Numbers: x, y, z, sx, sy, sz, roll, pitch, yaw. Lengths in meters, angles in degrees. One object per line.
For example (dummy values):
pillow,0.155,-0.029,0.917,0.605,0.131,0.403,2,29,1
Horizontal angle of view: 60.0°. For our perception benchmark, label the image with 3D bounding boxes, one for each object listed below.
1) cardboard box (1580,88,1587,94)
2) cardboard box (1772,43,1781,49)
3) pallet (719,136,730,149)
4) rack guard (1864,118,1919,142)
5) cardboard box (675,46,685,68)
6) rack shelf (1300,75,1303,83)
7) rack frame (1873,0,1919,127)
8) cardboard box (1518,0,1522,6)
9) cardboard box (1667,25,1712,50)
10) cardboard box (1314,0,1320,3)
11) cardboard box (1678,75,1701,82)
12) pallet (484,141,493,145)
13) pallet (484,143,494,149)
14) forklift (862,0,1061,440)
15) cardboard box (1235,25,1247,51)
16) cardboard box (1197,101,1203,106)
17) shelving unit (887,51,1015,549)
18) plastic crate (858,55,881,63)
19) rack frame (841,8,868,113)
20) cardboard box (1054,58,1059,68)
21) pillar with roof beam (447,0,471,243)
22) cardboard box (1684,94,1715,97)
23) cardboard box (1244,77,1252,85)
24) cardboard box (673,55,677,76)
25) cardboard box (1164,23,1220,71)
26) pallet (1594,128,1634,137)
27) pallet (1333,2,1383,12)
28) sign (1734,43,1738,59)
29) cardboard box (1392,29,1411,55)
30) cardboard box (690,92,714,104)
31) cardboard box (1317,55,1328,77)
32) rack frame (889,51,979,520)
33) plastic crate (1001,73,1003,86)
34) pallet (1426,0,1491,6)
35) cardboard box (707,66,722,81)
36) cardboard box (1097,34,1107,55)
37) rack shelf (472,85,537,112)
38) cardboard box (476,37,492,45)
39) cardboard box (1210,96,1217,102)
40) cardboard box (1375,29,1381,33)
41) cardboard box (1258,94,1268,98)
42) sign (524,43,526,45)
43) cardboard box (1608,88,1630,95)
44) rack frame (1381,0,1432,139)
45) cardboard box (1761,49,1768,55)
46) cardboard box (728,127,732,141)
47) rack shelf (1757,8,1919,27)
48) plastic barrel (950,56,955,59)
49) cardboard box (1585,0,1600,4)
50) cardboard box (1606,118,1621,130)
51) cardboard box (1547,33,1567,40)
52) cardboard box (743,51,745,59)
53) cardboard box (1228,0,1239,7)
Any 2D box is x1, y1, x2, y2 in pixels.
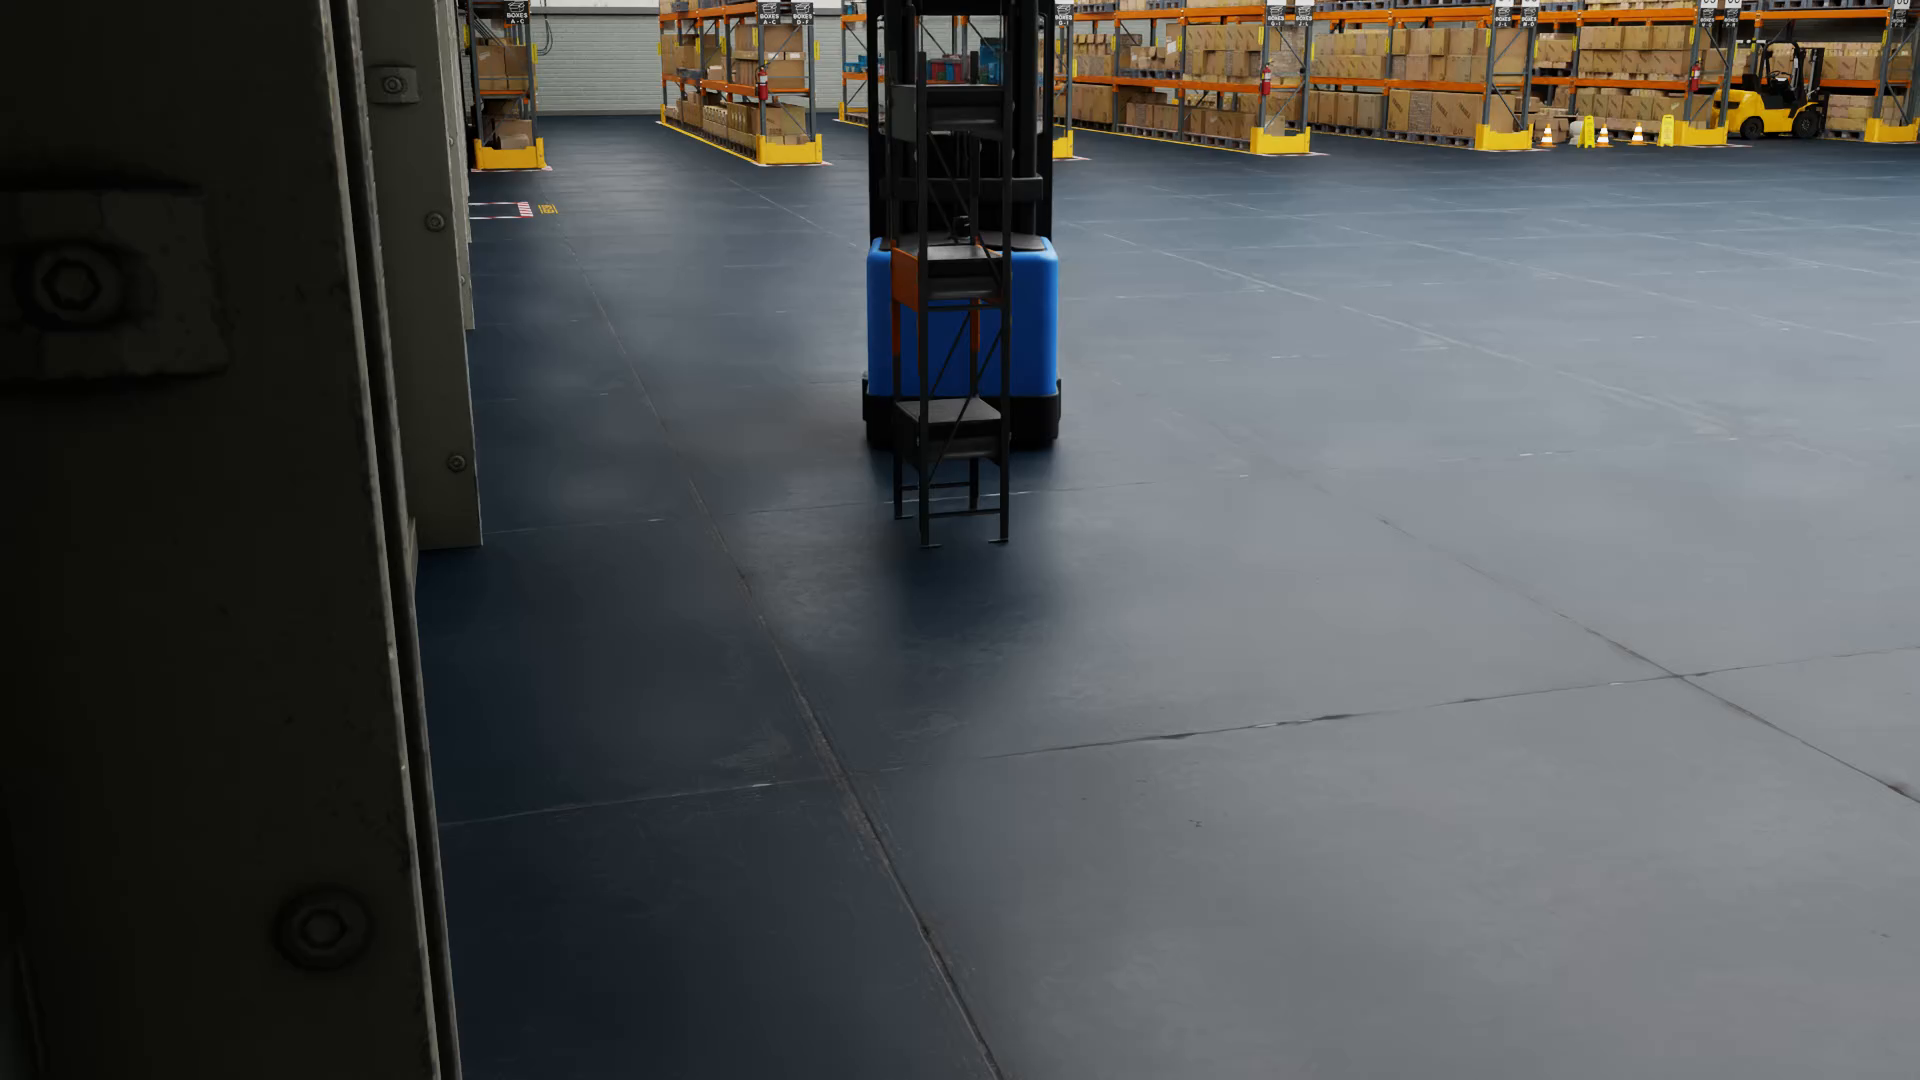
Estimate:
cardboard box,17.594,-12.547,46.497,0.380,0.149,0.250,-5,17,-15
cardboard box,19.574,-11.753,39.547,0.380,0.149,0.250,-4,17,-14
pallet,-4.470,-8.334,34.829,1.003,0.211,1.213,-5,17,-15
rack guard,20.702,-9.117,36.935,1.175,0.500,0.348,-5,17,-15
cardboard box,-6.513,-11.782,40.556,0.700,0.500,0.500,-12,20,-34
rack shelf,8.444,-11.930,43.204,1.077,0.370,4.000,-5,17,-15
rack frame,20.696,-10.321,36.598,1.000,3.000,0.127,-5,17,-15
cardboard box,14.172,-13.207,40.811,0.797,0.503,0.637,-5,17,-15
cardboard box,15.574,-10.721,35.500,0.700,0.500,0.500,-5,17,-17
cardboard box,8.593,-13.344,41.272,0.500,0.500,0.500,-5,17,-15
cardboard box,15.616,-9.894,35.612,0.380,0.149,0.250,-4,17,-13
pallet,-9.207,-7.956,33.570,1.003,0.211,1.213,-5,17,-15
pallet,-8.773,-7.557,32.244,1.003,0.211,1.213,-5,17,-15
forklift,0.001,-2.312,10.053,1.130,2.935,3.031,0,17,0
cardboard box,5.864,-10.084,33.379,0.500,0.500,0.500,-5,17,-15
cardboard box,6.996,-12.461,47.429,0.380,0.149,0.250,-6,18,-18
shelving unit,-0.045,-1.051,7.302,0.431,2.100,0.503,-5,17,-15
plastic crate,-2.492,-13.146,45.837,0.616,0.435,0.499,-5,17,-15
rack frame,-2.764,-13.178,46.110,1.000,3.000,0.127,-5,17,-15
cardboard box,2.724,-12.635,44.046,0.500,0.250,0.500,-5,17,-16
pillar with roof beam,-1.479,-7.989,18.405,9.100,9.000,0.400,-5,17,-15
cardboard box,19.028,-11.058,42.448,0.875,0.625,0.625,-5,18,-18
cardboard box,5.932,-9.221,33.371,0.380,0.149,0.250,-5,17,-15
cardboard box,-6.955,-11.990,41.979,0.500,0.500,0.500,-4,17,-14
cardboard box,5.213,-10.970,36.985,1.000,1.000,1.000,-5,17,-15
pallet,15.043,-9.516,38.763,1.003,0.211,1.213,-5,17,-15
pallet,9.532,-12.584,39.247,1.003,0.211,1.213,-4,17,-13
sign,16.446,-10.385,35.306,0.100,0.325,0.005,-5,17,-15
cardboard box,10.161,-11.099,37.050,0.875,0.550,0.550,-5,17,-15
cardboard box,-6.116,-10.486,39.422,0.500,0.250,0.500,-5,17,-16
cardboard box,9.000,-11.483,40.293,0.500,0.500,0.500,-5,17,-16
rack frame,-0.113,-1.119,7.527,0.400,2.100,0.015,-5,17,-15
plastic crate,1.035,-8.976,32.379,0.499,0.251,0.408,-5,17,-15
pallet,10.640,-11.445,35.279,1.003,0.211,1.213,-5,17,-15
cardboard box,-5.269,-10.269,36.581,0.500,0.311,0.500,-5,17,-16
cardboard box,3.835,-12.269,41.166,0.797,0.503,0.637,-4,17,-14
rack shelf,-8.442,-8.178,30.714,1.077,0.370,4.000,-5,17,-15
cardboard box,-10.465,-10.846,36.317,0.500,0.250,0.500,-4,17,-14
cardboard box,7.203,-12.308,46.402,0.380,0.149,0.250,-6,18,-18
cardboard box,12.018,-14.431,47.239,0.380,0.149,0.250,-5,17,-16
cardboard box,8.128,-11.677,43.423,0.500,0.250,0.500,-4,17,-13
sign,-8.472,-9.535,32.477,0.100,0.325,0.005,-5,17,-15
cardboard box,14.924,-10.148,37.640,0.380,0.149,0.250,-4,17,-12
rack frame,10.093,-10.615,37.576,1.000,3.000,0.127,-5,17,-15
cardboard box,19.431,-11.677,39.811,0.380,0.149,0.250,-5,17,-16
cardboard box,-4.394,-8.200,33.588,0.500,0.250,0.500,-5,17,-15
rack shelf,20.146,-11.966,38.112,1.077,0.370,4.000,-5,17,-15
plastic barrel,-0.077,-10.751,37.836,0.421,0.512,0.421,0,17,0
cardboard box,14.682,-12.398,38.041,0.500,0.250,0.500,-5,17,-16
cardboard box,15.033,-9.440,37.716,0.500,0.250,0.500,-5,17,-16
cardboard box,14.279,-12.036,39.757,0.380,0.149,0.250,-5,17,-17
cardboard box,-3.984,-9.381,32.168,0.380,0.149,0.250,-5,17,-17
cardboard box,5.746,-10.902,33.580,0.500,0.250,0.500,-4,17,-14
